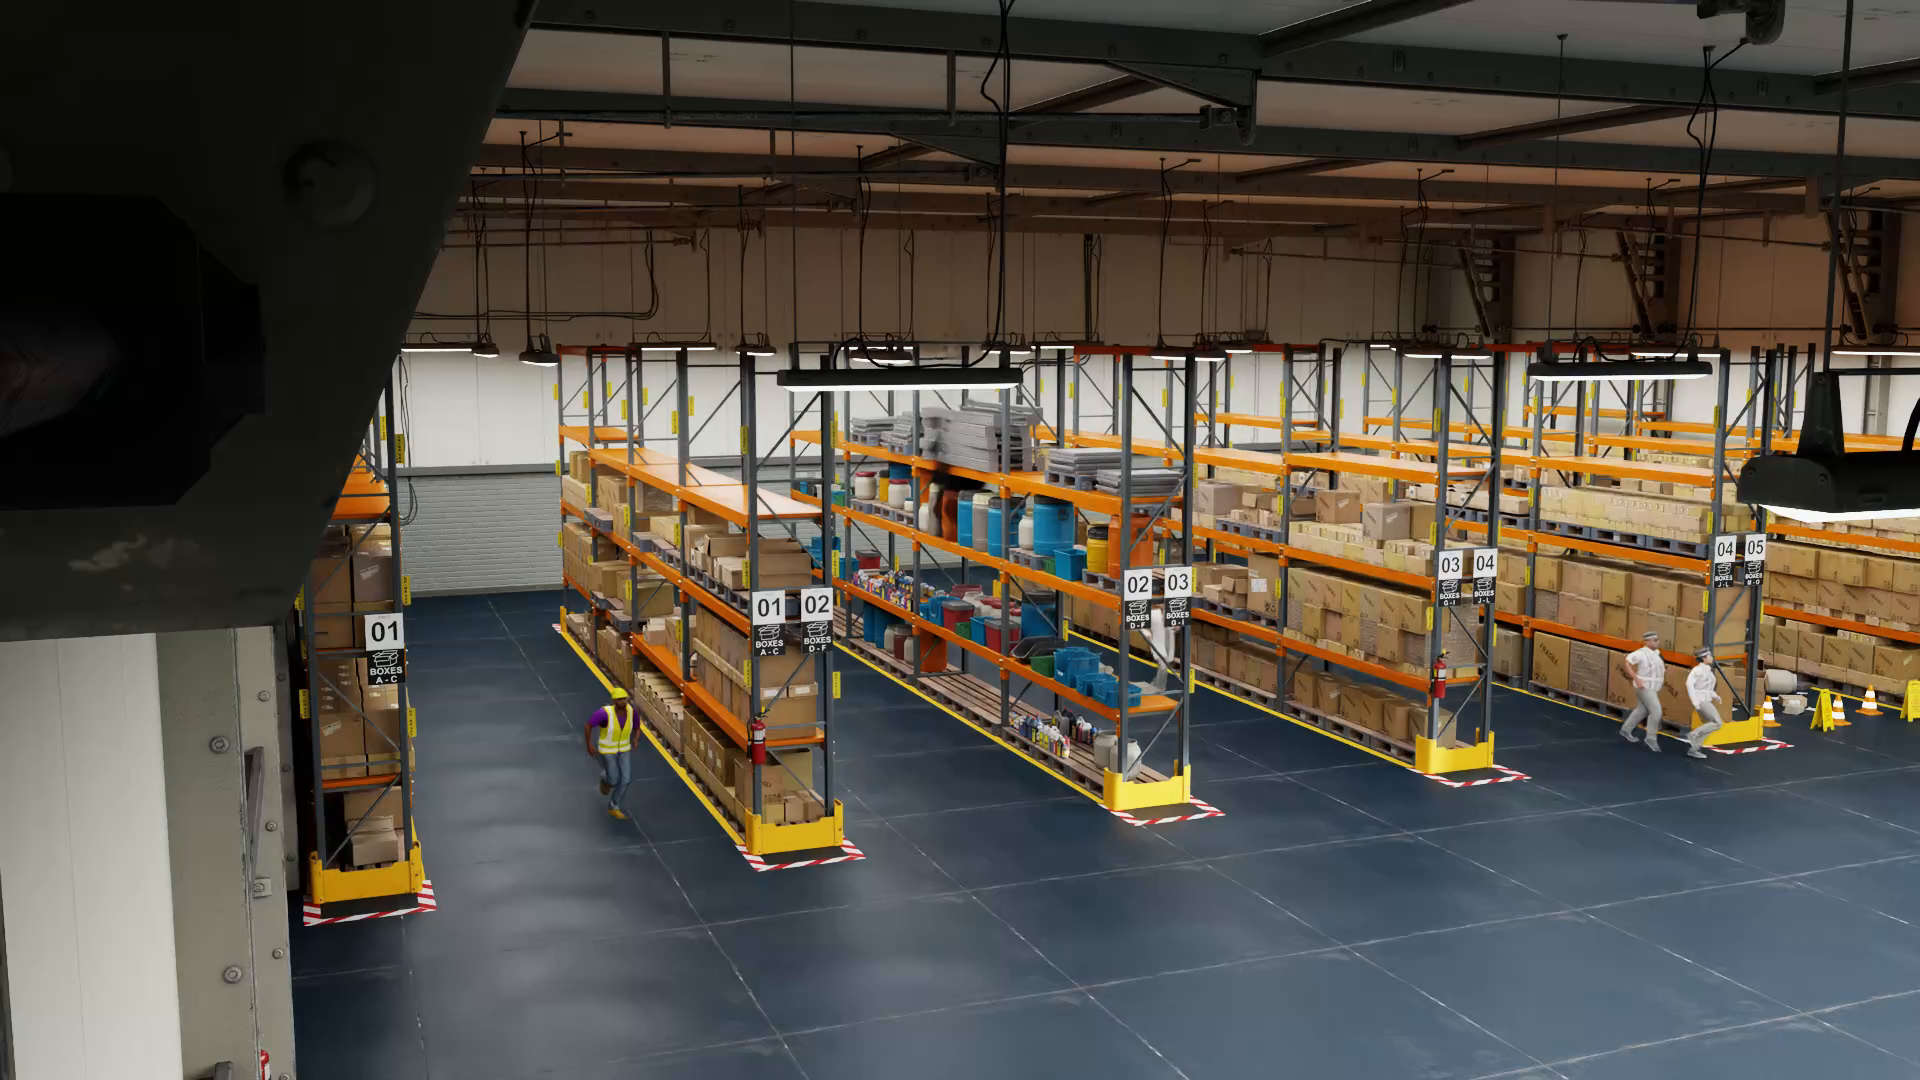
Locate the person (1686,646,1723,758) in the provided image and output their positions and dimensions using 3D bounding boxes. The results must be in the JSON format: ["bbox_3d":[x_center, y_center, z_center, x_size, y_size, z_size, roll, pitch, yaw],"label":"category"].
[{"bbox_3d":[11.082,2.398,24.682,0.512,1.626,0.631,5,9,33],"label":"person"}]

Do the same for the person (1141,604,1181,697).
[{"bbox_3d":[3.448,1.859,28.323,0.682,1.840,0.802,-3,8,-25],"label":"person"}]

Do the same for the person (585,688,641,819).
[{"bbox_3d":[-4.509,2.754,21.694,0.740,1.717,0.699,-5,9,-34],"label":"person"}]

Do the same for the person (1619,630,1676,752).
[{"bbox_3d":[10.415,2.273,25.178,0.777,1.849,0.641,7,10,42],"label":"person"}]
